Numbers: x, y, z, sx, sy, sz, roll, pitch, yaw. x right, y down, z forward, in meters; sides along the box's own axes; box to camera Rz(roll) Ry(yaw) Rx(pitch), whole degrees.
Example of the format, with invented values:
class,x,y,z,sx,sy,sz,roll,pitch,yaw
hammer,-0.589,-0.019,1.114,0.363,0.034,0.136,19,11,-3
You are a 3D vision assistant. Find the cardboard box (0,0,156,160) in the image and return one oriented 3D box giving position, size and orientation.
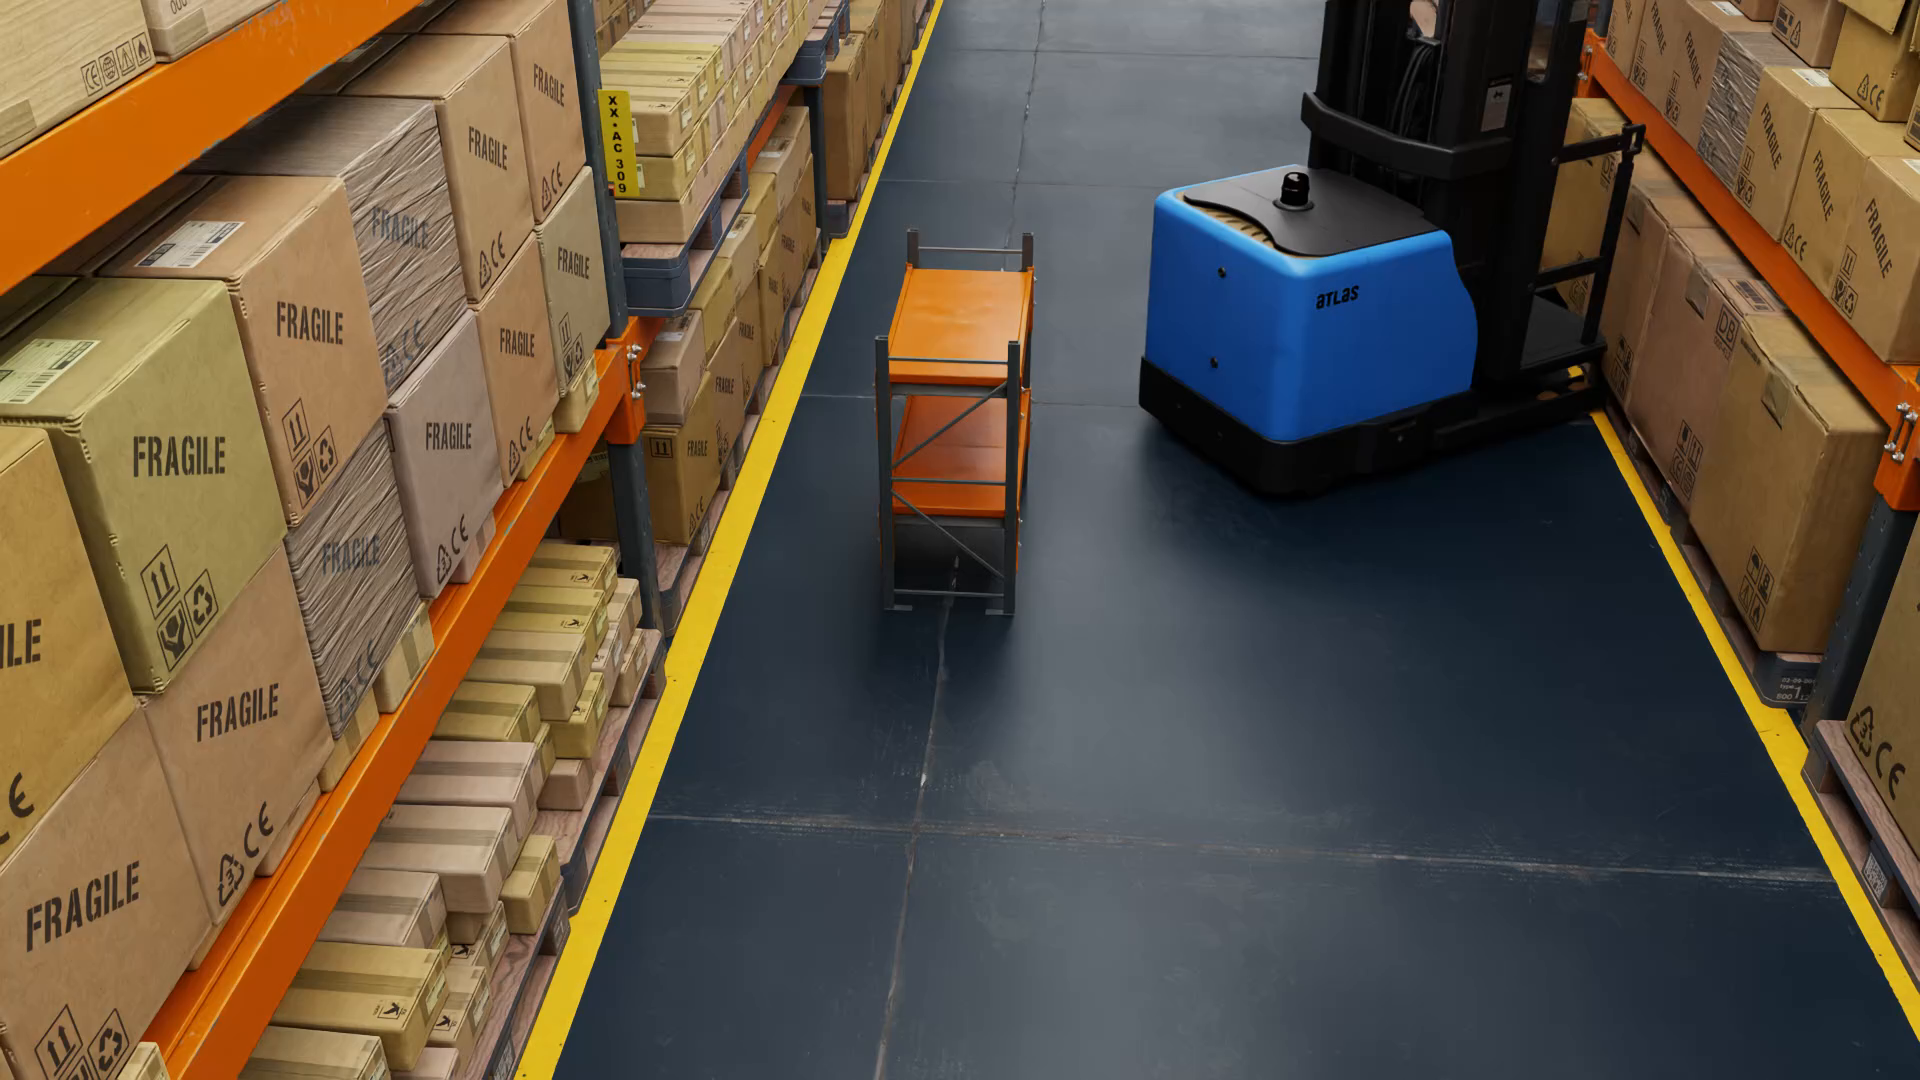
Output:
class,x,y,z,sx,sy,sz,roll,pitch,yaw
cardboard box,-1.528,-0.731,2.361,0.500,0.250,0.500,1,32,2

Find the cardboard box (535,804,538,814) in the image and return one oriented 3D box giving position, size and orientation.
class,x,y,z,sx,sy,sz,roll,pitch,yaw
cardboard box,-1.467,0.819,4.878,0.380,0.149,0.250,2,32,3

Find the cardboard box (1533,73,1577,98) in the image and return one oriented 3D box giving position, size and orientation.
class,x,y,z,sx,sy,sz,roll,pitch,yaw
cardboard box,3.758,-2.433,9.802,0.700,0.500,0.500,0,32,0

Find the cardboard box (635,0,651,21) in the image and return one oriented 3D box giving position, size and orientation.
class,x,y,z,sx,sy,sz,roll,pitch,yaw
cardboard box,-1.564,-2.343,7.248,0.380,0.149,0.250,3,32,4

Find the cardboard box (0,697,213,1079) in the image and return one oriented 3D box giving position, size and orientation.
class,x,y,z,sx,sy,sz,roll,pitch,yaw
cardboard box,-1.566,0.578,2.575,0.500,0.500,0.500,3,32,4

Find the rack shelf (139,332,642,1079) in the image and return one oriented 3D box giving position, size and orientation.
class,x,y,z,sx,sy,sz,roll,pitch,yaw
rack shelf,-1.733,0.511,3.747,1.077,0.370,4.000,2,32,4

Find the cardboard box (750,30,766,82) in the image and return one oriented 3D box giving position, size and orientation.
class,x,y,z,sx,sy,sz,roll,pitch,yaw
cardboard box,-0.978,-1.912,6.549,0.380,0.149,0.250,2,32,3

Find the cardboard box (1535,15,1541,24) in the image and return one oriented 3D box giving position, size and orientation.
class,x,y,z,sx,sy,sz,roll,pitch,yaw
cardboard box,3.888,-3.314,11.231,0.700,0.500,0.500,2,32,4

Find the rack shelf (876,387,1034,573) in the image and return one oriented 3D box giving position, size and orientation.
class,x,y,z,sx,sy,sz,roll,pitch,yaw
rack shelf,-0.001,-0.267,6.577,0.538,0.278,1.000,2,32,4

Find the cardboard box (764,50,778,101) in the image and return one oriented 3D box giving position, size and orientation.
class,x,y,z,sx,sy,sz,roll,pitch,yaw
cardboard box,-0.955,-1.914,6.835,0.380,0.149,0.250,1,32,2

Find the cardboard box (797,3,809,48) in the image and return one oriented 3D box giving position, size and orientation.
class,x,y,z,sx,sy,sz,roll,pitch,yaw
cardboard box,-0.893,-2.332,7.515,0.380,0.149,0.250,2,32,3

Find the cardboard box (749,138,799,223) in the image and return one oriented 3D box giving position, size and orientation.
class,x,y,z,sx,sy,sz,roll,pitch,yaw
cardboard box,-1.069,-1.733,7.970,0.500,0.250,0.500,3,32,5

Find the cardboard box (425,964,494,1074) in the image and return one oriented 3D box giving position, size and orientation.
class,x,y,z,sx,sy,sz,roll,pitch,yaw
cardboard box,-1.421,1.216,4.235,0.380,0.149,0.250,2,32,4

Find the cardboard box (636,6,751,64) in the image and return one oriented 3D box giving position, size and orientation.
class,x,y,z,sx,sy,sz,roll,pitch,yaw
cardboard box,-0.996,-1.897,6.241,0.380,0.149,0.250,2,32,4

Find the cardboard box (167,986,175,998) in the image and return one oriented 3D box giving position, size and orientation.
class,x,y,z,sx,sy,sz,roll,pitch,yaw
cardboard box,-1.603,0.788,2.852,0.380,0.149,0.250,4,32,6

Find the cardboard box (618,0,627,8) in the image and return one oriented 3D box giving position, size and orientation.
class,x,y,z,sx,sy,sz,roll,pitch,yaw
cardboard box,-1.580,-2.337,6.955,0.380,0.149,0.250,3,32,5

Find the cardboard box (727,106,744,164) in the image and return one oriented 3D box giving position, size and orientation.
class,x,y,z,sx,sy,sz,roll,pitch,yaw
cardboard box,-1.017,-1.506,6.174,0.380,0.149,0.250,3,32,4

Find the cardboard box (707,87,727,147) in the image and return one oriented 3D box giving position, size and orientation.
class,x,y,z,sx,sy,sz,roll,pitch,yaw
cardboard box,-1.040,-1.496,5.874,0.380,0.149,0.250,3,32,5

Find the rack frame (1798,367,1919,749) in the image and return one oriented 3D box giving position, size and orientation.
class,x,y,z,sx,sy,sz,roll,pitch,yaw
rack frame,3.365,-0.576,4.826,1.000,3.000,0.127,2,32,4

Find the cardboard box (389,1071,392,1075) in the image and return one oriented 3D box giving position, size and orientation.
class,x,y,z,sx,sy,sz,roll,pitch,yaw
cardboard box,-1.550,1.208,3.965,0.380,0.149,0.250,4,32,7

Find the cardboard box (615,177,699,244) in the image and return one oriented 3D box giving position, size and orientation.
class,x,y,z,sx,sy,sz,roll,pitch,yaw
cardboard box,-1.079,-1.099,5.513,0.380,0.149,0.250,1,32,2

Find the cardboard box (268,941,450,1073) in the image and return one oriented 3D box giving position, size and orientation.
class,x,y,z,sx,sy,sz,roll,pitch,yaw
cardboard box,-1.427,1.084,3.882,0.380,0.149,0.250,3,32,5

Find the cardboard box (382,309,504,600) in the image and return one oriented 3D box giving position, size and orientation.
class,x,y,z,sx,sy,sz,roll,pitch,yaw
cardboard box,-1.413,-0.214,3.859,0.500,0.500,0.500,2,32,4

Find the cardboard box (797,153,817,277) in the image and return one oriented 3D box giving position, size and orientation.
class,x,y,z,sx,sy,sz,roll,pitch,yaw
cardboard box,-1.037,-1.692,8.618,0.500,0.500,0.500,2,32,4

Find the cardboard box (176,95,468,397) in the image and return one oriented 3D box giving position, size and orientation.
class,x,y,z,sx,sy,sz,roll,pitch,yaw
cardboard box,-1.431,-0.641,3.599,0.500,0.500,0.500,3,32,5

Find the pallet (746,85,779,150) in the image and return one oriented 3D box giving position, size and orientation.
class,x,y,z,sx,sy,sz,roll,pitch,yaw
pallet,-1.365,-1.814,7.017,1.003,0.211,1.213,2,32,4

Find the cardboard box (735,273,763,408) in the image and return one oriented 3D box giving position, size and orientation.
class,x,y,z,sx,sy,sz,roll,pitch,yaw
cardboard box,-1.175,-0.882,7.304,0.500,0.500,0.500,3,32,5

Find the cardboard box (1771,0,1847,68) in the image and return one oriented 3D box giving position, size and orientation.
class,x,y,z,sx,sy,sz,roll,pitch,yaw
cardboard box,3.511,-2.064,6.189,0.797,0.503,0.637,3,32,6

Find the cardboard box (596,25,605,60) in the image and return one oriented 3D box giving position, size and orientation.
class,x,y,z,sx,sy,sz,roll,pitch,yaw
cardboard box,-1.631,-1.945,6.603,0.380,0.149,0.250,3,32,4

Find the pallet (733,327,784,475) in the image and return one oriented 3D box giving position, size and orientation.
class,x,y,z,sx,sy,sz,roll,pitch,yaw
pallet,-1.411,-0.701,7.686,1.003,0.211,1.213,2,32,4

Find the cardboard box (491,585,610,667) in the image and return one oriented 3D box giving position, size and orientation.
class,x,y,z,sx,sy,sz,roll,pitch,yaw
cardboard box,-1.321,0.273,5.198,0.380,0.149,0.250,3,32,5

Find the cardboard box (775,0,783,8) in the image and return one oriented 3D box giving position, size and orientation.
class,x,y,z,sx,sy,sz,roll,pitch,yaw
cardboard box,-0.935,-2.306,6.904,0.380,0.149,0.250,4,32,6

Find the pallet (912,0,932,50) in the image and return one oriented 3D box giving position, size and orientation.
class,x,y,z,sx,sy,sz,roll,pitch,yaw
pallet,-0.779,-4.231,13.415,1.003,0.211,1.213,2,32,4

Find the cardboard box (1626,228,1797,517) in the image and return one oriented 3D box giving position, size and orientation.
class,x,y,z,sx,sy,sz,roll,pitch,yaw
cardboard box,3.469,-0.653,6.576,1.225,0.875,0.875,1,32,2

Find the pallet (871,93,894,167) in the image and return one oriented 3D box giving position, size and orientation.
class,x,y,z,sx,sy,sz,roll,pitch,yaw
pallet,-1.003,-2.791,11.077,1.003,0.211,1.213,2,32,4

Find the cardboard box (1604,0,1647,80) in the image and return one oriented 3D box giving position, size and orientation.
class,x,y,z,sx,sy,sz,roll,pitch,yaw
cardboard box,3.380,-2.468,7.800,0.500,0.500,0.500,3,32,5

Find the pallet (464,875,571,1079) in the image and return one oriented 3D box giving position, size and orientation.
class,x,y,z,sx,sy,sz,roll,pitch,yaw
pallet,-1.686,1.339,4.377,1.003,0.211,1.213,2,32,4

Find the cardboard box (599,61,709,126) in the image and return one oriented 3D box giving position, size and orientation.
class,x,y,z,sx,sy,sz,roll,pitch,yaw
cardboard box,-1.063,-1.498,5.594,0.380,0.149,0.250,3,32,5

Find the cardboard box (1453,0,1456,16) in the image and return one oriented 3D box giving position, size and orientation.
class,x,y,z,sx,sy,sz,roll,pitch,yaw
cardboard box,4.128,-4.381,12.983,0.500,0.500,0.500,13,34,19

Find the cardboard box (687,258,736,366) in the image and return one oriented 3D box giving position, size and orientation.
class,x,y,z,sx,sy,sz,roll,pitch,yaw
cardboard box,-1.206,-0.928,6.665,0.500,0.250,0.500,3,32,5

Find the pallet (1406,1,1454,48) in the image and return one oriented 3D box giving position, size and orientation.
class,x,y,z,sx,sy,sz,roll,pitch,yaw
pallet,4.036,-3.925,12.918,1.003,0.211,1.213,2,32,4

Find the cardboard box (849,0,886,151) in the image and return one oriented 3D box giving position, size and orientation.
class,x,y,z,sx,sy,sz,roll,pitch,yaw
cardboard box,-1.037,-2.925,10.382,1.050,0.750,0.750,3,32,5

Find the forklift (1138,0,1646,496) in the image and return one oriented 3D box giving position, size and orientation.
class,x,y,z,sx,sy,sz,roll,pitch,yaw
forklift,2.359,-1.985,7.178,3.031,2.935,1.130,-16,35,-25

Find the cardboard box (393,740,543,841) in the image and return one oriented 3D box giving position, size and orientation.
class,x,y,z,sx,sy,sz,roll,pitch,yaw
cardboard box,-1.363,0.682,4.535,0.380,0.149,0.250,1,32,2

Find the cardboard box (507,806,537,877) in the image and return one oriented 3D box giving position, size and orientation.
class,x,y,z,sx,sy,sz,roll,pitch,yaw
cardboard box,-1.412,0.790,4.643,0.380,0.149,0.250,3,32,5

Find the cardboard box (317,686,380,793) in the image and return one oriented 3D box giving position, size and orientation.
class,x,y,z,sx,sy,sz,roll,pitch,yaw
cardboard box,-1.466,0.384,3.507,0.380,0.149,0.250,4,32,6

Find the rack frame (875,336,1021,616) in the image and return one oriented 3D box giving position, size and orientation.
class,x,y,z,sx,sy,sz,roll,pitch,yaw
rack frame,-0.042,-0.210,6.018,0.500,1.125,0.032,2,32,4

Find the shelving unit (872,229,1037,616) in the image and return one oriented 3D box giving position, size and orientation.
class,x,y,z,sx,sy,sz,roll,pitch,yaw
shelving unit,-0.001,-0.475,6.449,0.538,1.125,1.048,2,32,4

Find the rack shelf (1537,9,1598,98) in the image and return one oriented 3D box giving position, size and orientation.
class,x,y,z,sx,sy,sz,roll,pitch,yaw
rack shelf,3.854,-3.407,10.105,1.077,0.370,4.000,2,32,4

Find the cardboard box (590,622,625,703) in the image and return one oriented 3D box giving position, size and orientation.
class,x,y,z,sx,sy,sz,roll,pitch,yaw
cardboard box,-1.288,0.388,5.295,0.380,0.149,0.250,1,32,2

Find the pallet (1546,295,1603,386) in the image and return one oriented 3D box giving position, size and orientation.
class,x,y,z,sx,sy,sz,roll,pitch,yaw
pallet,3.552,-1.072,8.288,1.003,0.211,1.213,2,32,4

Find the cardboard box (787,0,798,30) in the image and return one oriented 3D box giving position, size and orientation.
class,x,y,z,sx,sy,sz,roll,pitch,yaw
cardboard box,-0.913,-2.315,7.203,0.380,0.149,0.250,2,32,4

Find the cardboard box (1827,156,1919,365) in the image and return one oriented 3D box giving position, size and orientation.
class,x,y,z,sx,sy,sz,roll,pitch,yaw
cardboard box,3.131,-0.875,5.215,0.500,0.500,0.500,3,32,4

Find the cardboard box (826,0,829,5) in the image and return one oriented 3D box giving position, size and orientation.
class,x,y,z,sx,sy,sz,roll,pitch,yaw
cardboard box,-0.826,-2.727,8.155,0.380,0.149,0.250,3,32,5

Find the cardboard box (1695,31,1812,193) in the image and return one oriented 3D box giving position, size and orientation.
class,x,y,z,sx,sy,sz,roll,pitch,yaw
cardboard box,3.260,-1.669,6.503,0.500,0.500,0.500,3,32,4

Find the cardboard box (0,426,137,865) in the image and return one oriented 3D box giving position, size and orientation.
class,x,y,z,sx,sy,sz,roll,pitch,yaw
cardboard box,-1.560,0.168,2.286,0.500,0.500,0.500,3,32,5

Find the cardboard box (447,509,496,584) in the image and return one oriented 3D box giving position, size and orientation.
class,x,y,z,sx,sy,sz,roll,pitch,yaw
cardboard box,-1.391,-0.021,4.164,0.380,0.149,0.250,1,32,2
